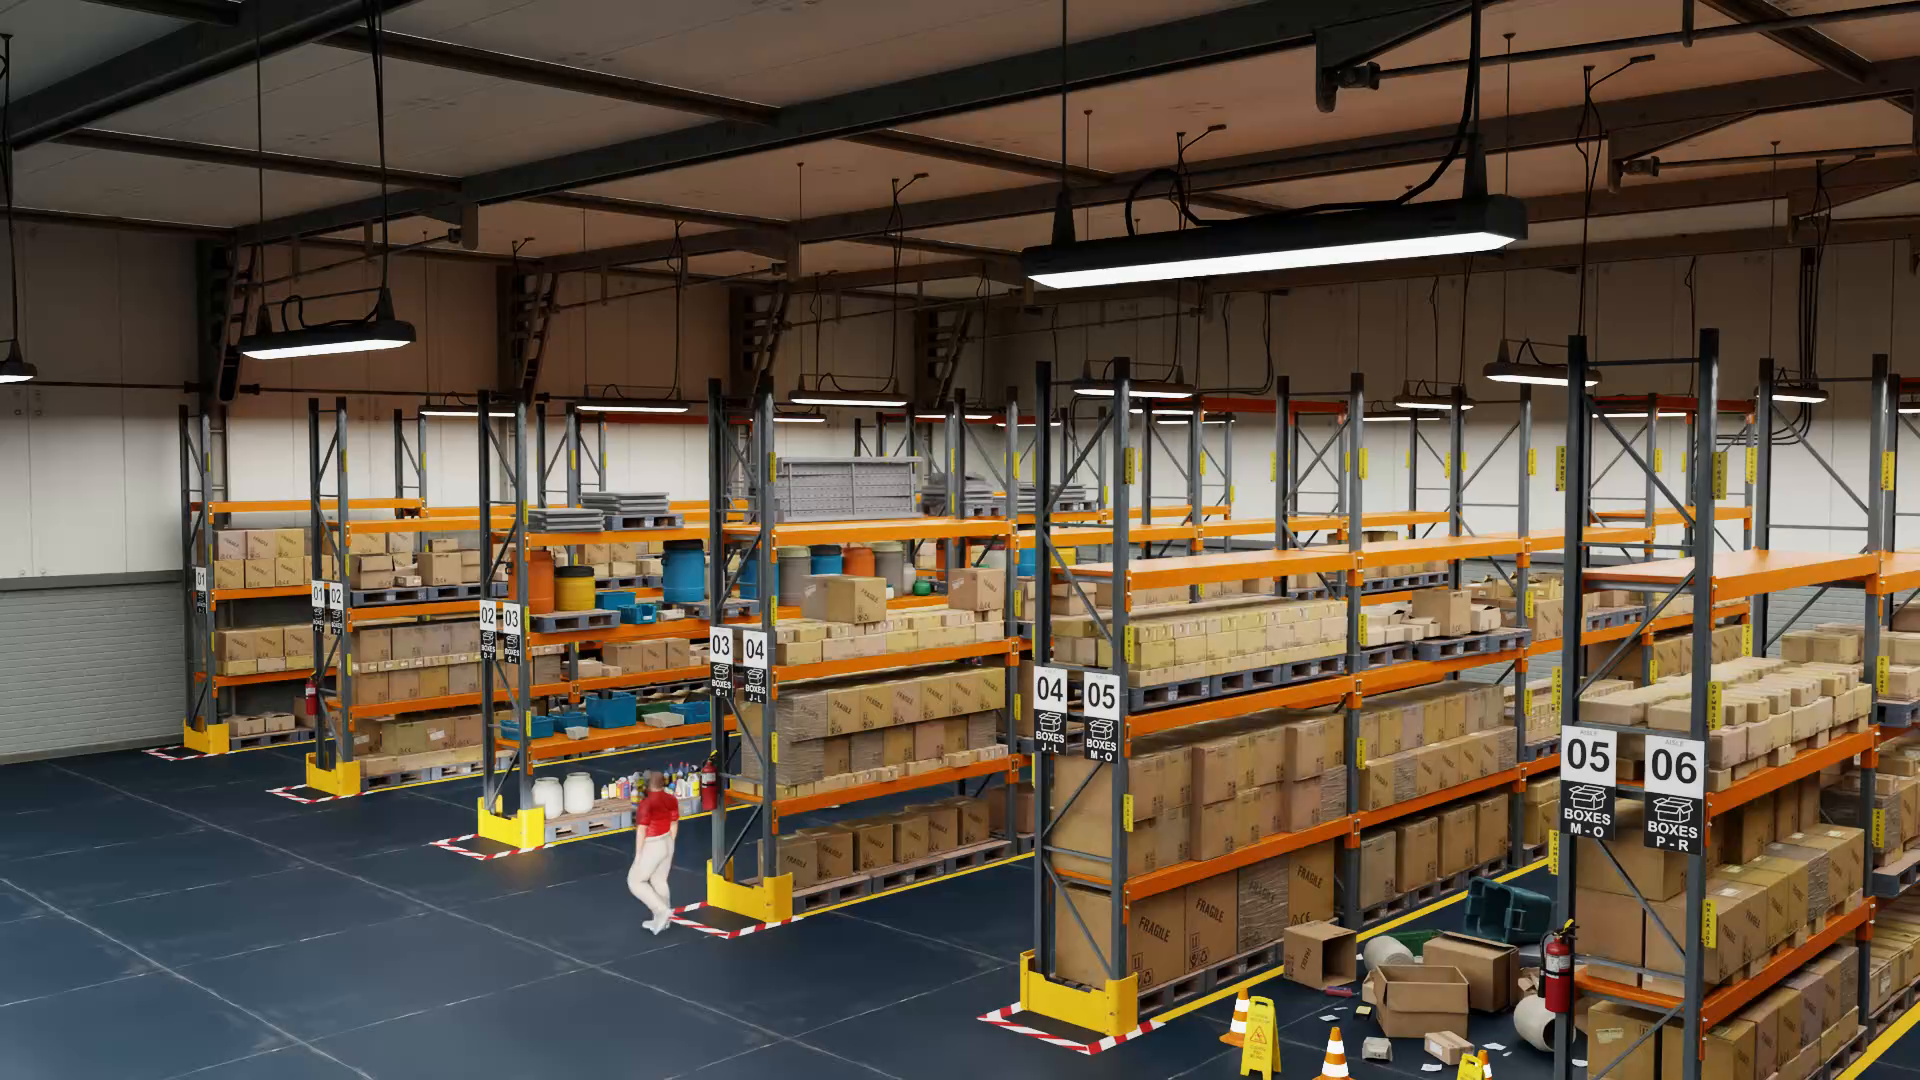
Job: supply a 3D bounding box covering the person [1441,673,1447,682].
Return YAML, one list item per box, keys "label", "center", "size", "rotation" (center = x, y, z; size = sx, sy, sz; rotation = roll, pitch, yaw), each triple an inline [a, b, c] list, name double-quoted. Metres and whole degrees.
- label: "person"
  center: [7.939, 2.913, 27.426]
  size: [0.510, 1.669, 0.489]
  rotation: [1, 3, 13]

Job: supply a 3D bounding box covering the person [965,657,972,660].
- label: "person"
  center: [0.407, 2.198, 39.480]
  size: [0.652, 1.721, 1.083]
  rotation: [2, 4, 36]

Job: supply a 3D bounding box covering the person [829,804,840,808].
- label: "person"
  center: [-1.830, 3.041, 24.236]
  size: [0.416, 1.677, 0.496]
  rotation: [1, 3, 19]

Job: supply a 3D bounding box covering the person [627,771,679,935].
- label: "person"
  center: [-3.297, 3.354, 17.883]
  size: [0.478, 1.744, 0.526]
  rotation: [1, 3, 13]
